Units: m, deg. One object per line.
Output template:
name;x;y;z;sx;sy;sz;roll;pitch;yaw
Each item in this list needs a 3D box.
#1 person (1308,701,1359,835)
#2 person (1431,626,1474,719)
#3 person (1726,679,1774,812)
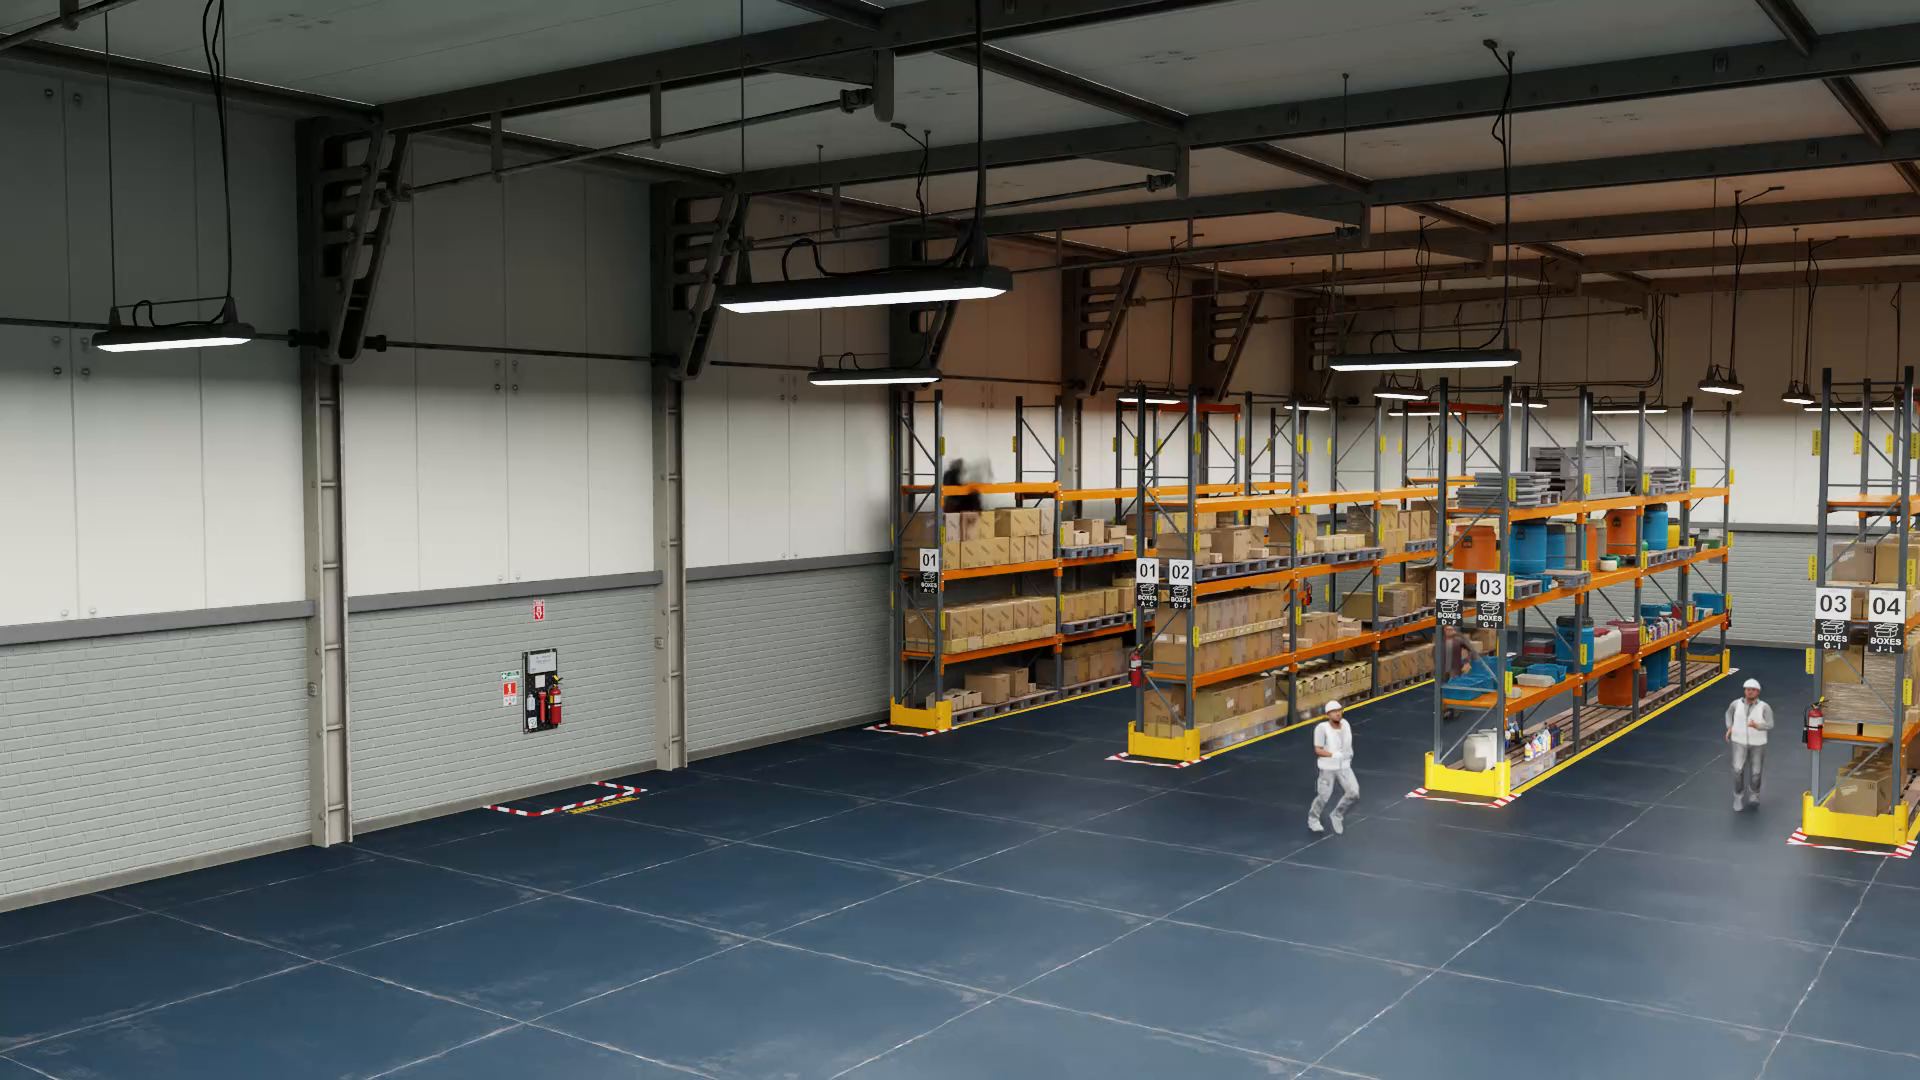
person;4.808;2.905;21.247;0.697;1.729;0.842;-1;3;-20
person;8.985;2.412;30.437;0.729;1.756;0.679;2;4;31
person;10.884;2.830;22.948;0.624;1.830;0.752;2;4;28
